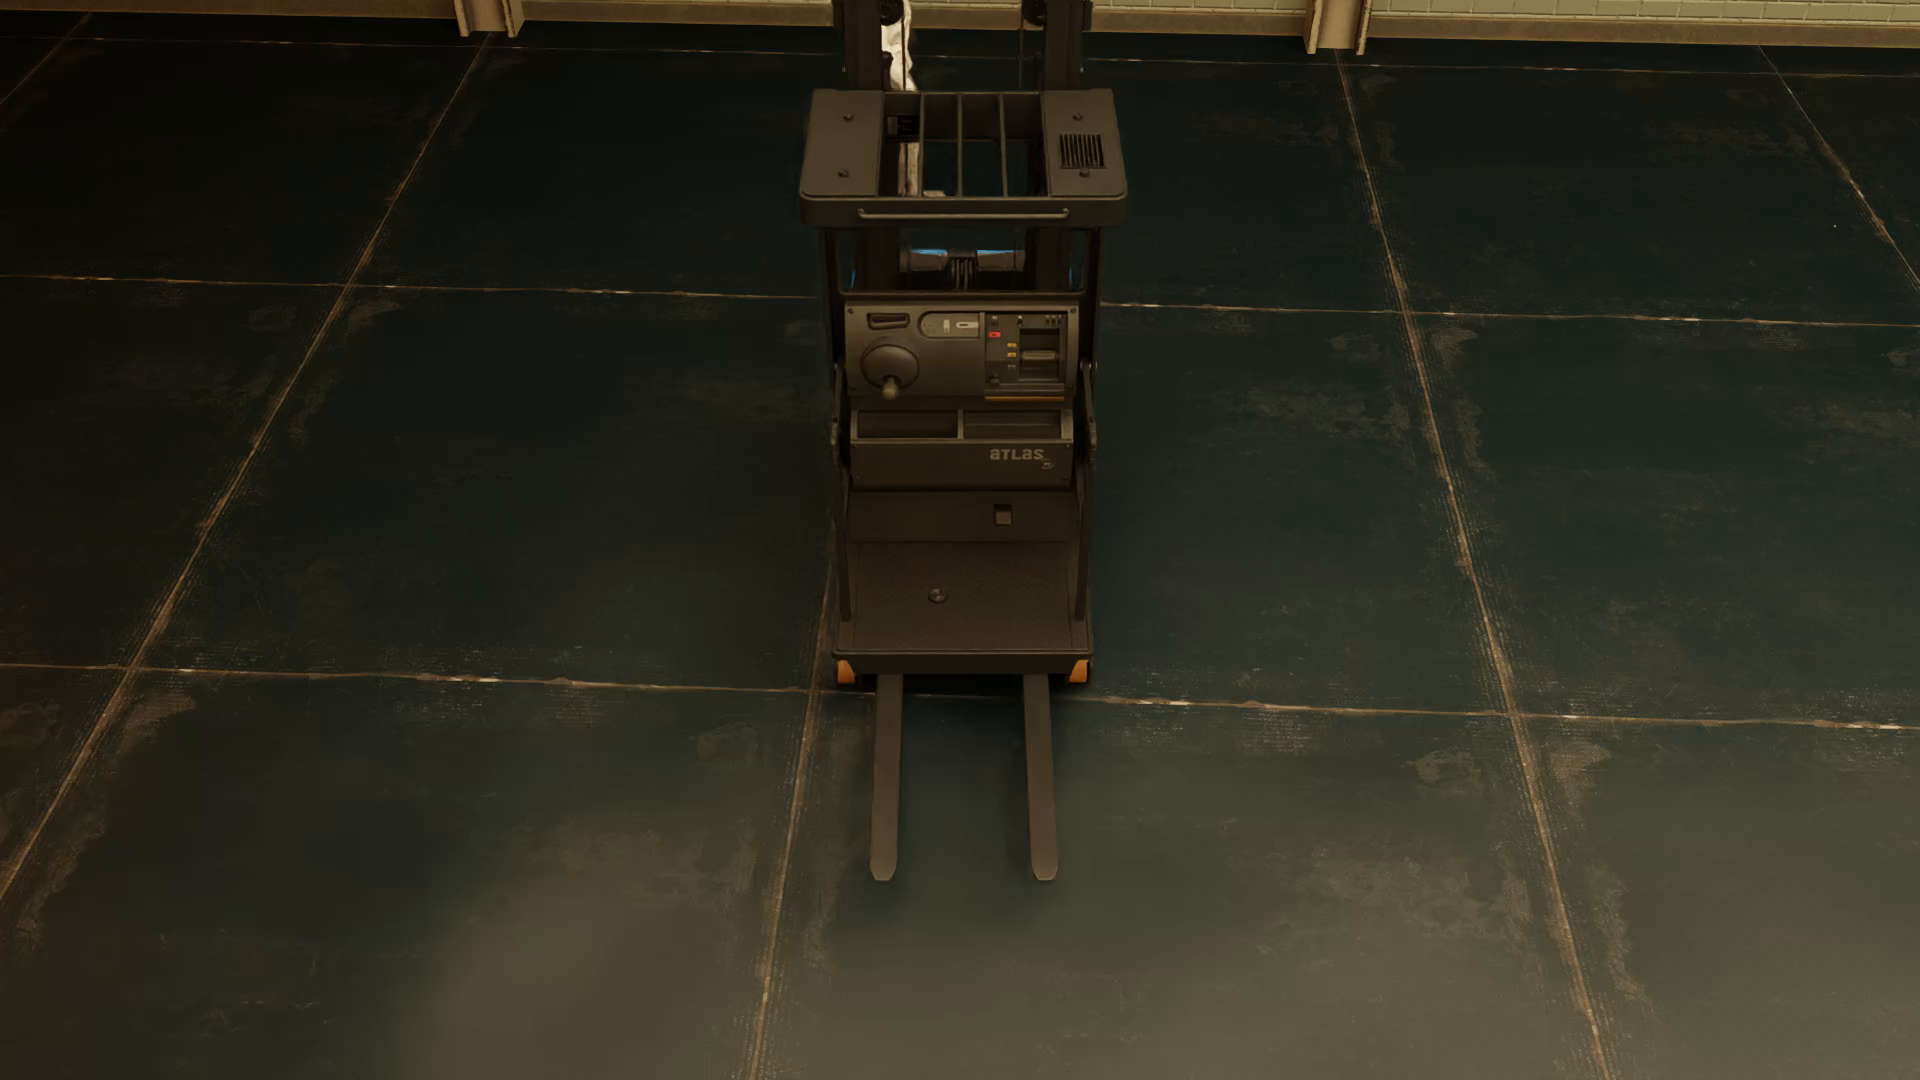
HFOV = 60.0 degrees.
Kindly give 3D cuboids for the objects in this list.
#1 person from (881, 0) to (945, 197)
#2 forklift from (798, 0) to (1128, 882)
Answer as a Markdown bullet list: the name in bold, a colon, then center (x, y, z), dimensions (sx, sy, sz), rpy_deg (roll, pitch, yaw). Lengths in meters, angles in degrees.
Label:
- **person**: center (-0.357, -2.749, 9.705), dimensions (0.468, 1.654, 0.693), rpy_deg (-12, 44, -12)
- **forklift**: center (0.010, -0.670, 6.476), dimensions (1.130, 2.935, 3.031), rpy_deg (0, 42, 0)
